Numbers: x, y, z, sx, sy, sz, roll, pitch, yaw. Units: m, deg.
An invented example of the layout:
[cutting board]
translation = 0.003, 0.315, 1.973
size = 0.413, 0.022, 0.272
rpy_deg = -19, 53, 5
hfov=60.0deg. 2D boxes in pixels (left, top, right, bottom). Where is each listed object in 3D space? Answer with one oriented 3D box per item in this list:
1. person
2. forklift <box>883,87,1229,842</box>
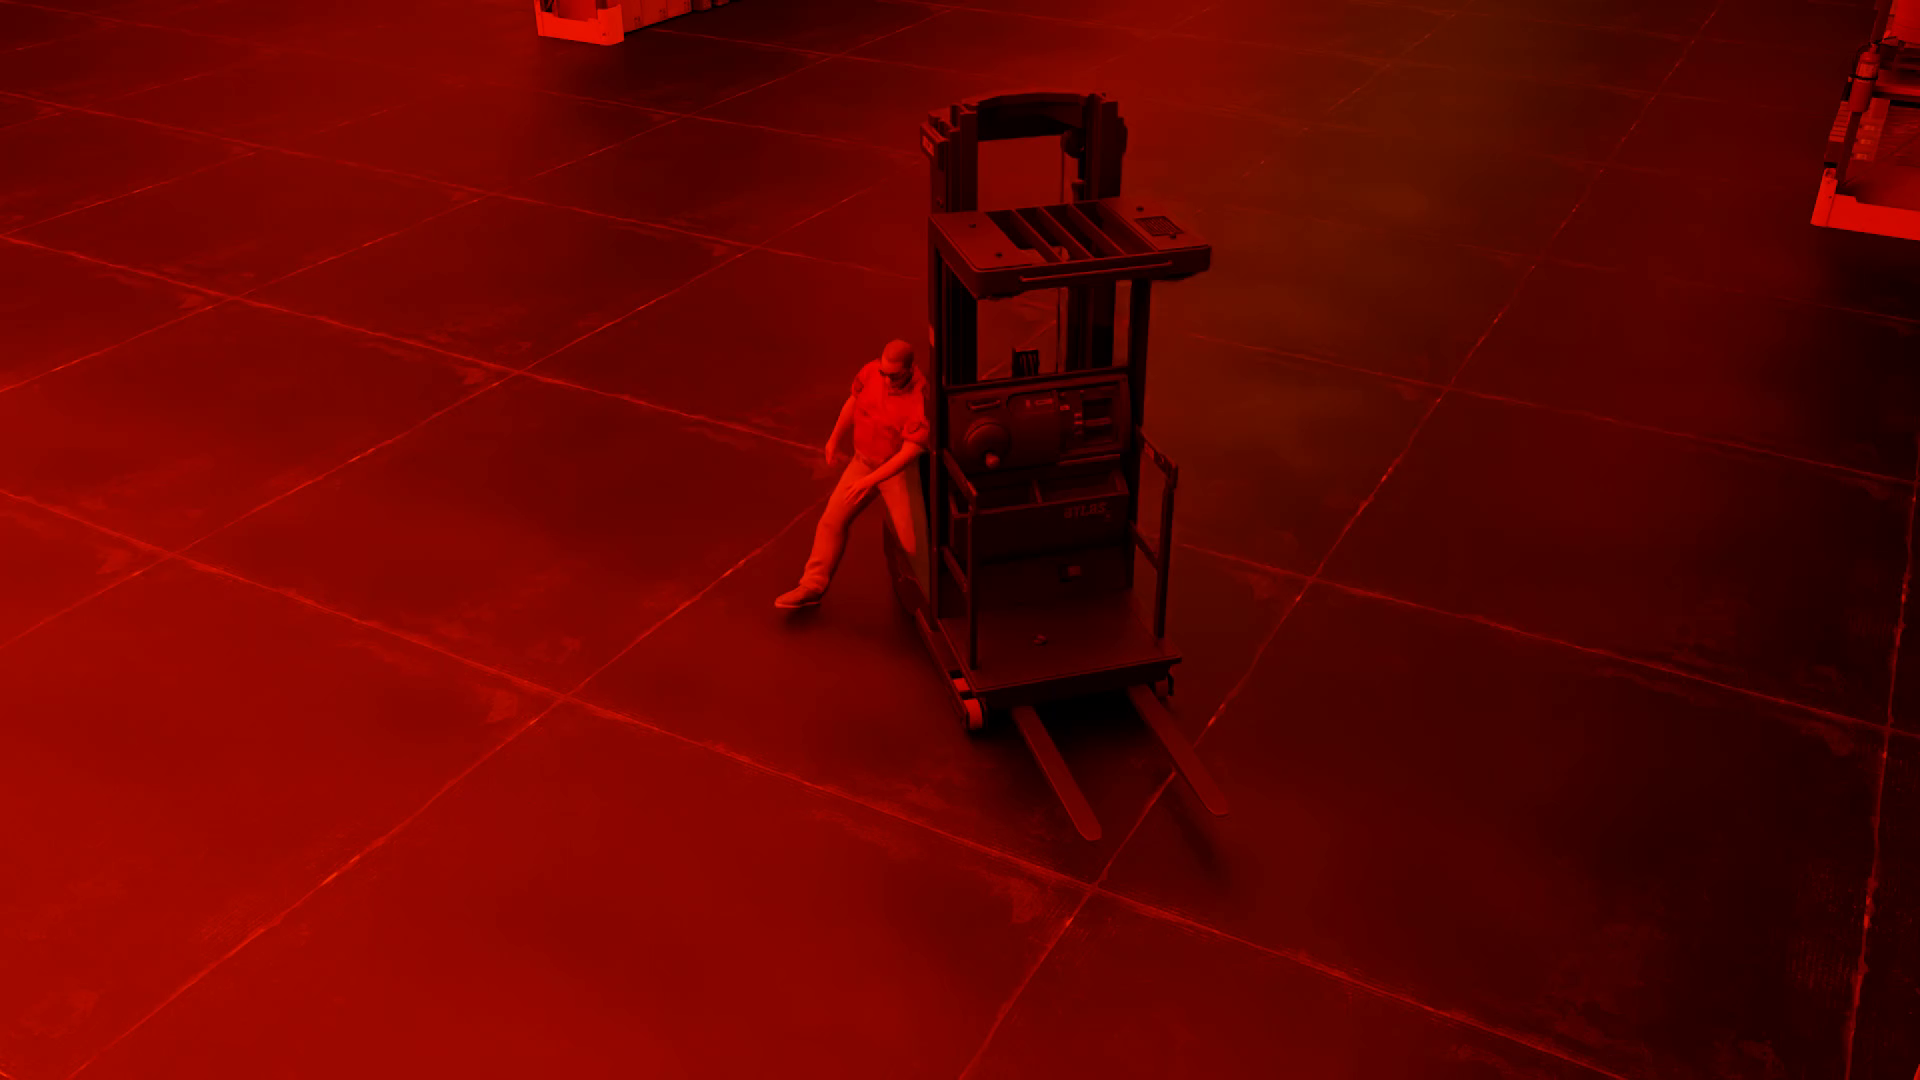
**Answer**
[person]
translation = -0.442, -0.304, 8.925
size = 0.965, 1.588, 0.946
rpy_deg = 22, 36, 32
[forklift]
translation = 0.457, -0.530, 7.988
size = 1.130, 2.935, 3.031
rpy_deg = -8, 31, -14
